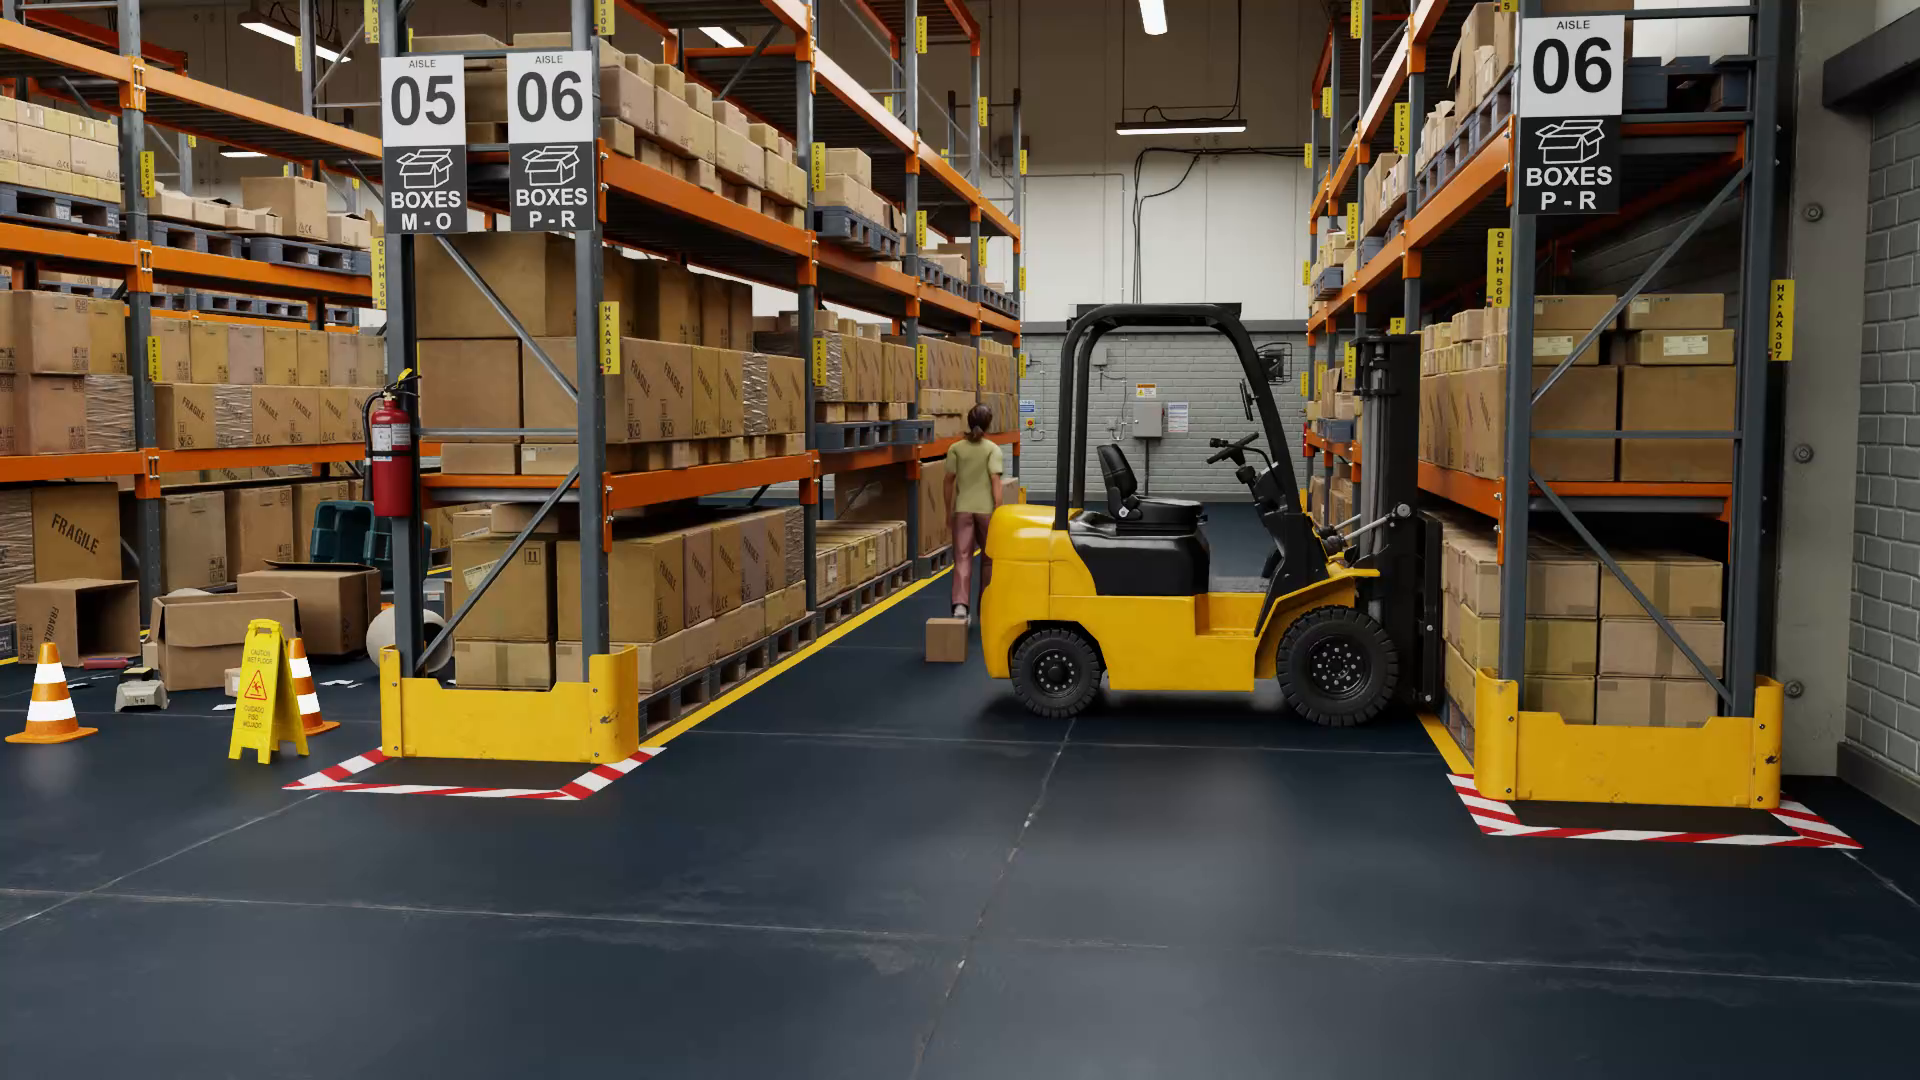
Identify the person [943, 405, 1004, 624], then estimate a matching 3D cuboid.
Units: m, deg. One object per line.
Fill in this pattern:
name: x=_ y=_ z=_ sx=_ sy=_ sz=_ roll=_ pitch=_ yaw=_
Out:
person: x=0.094 y=-0.166 z=12.035 sx=0.458 sy=1.624 sz=1.013 roll=1 pitch=5 yaw=10
